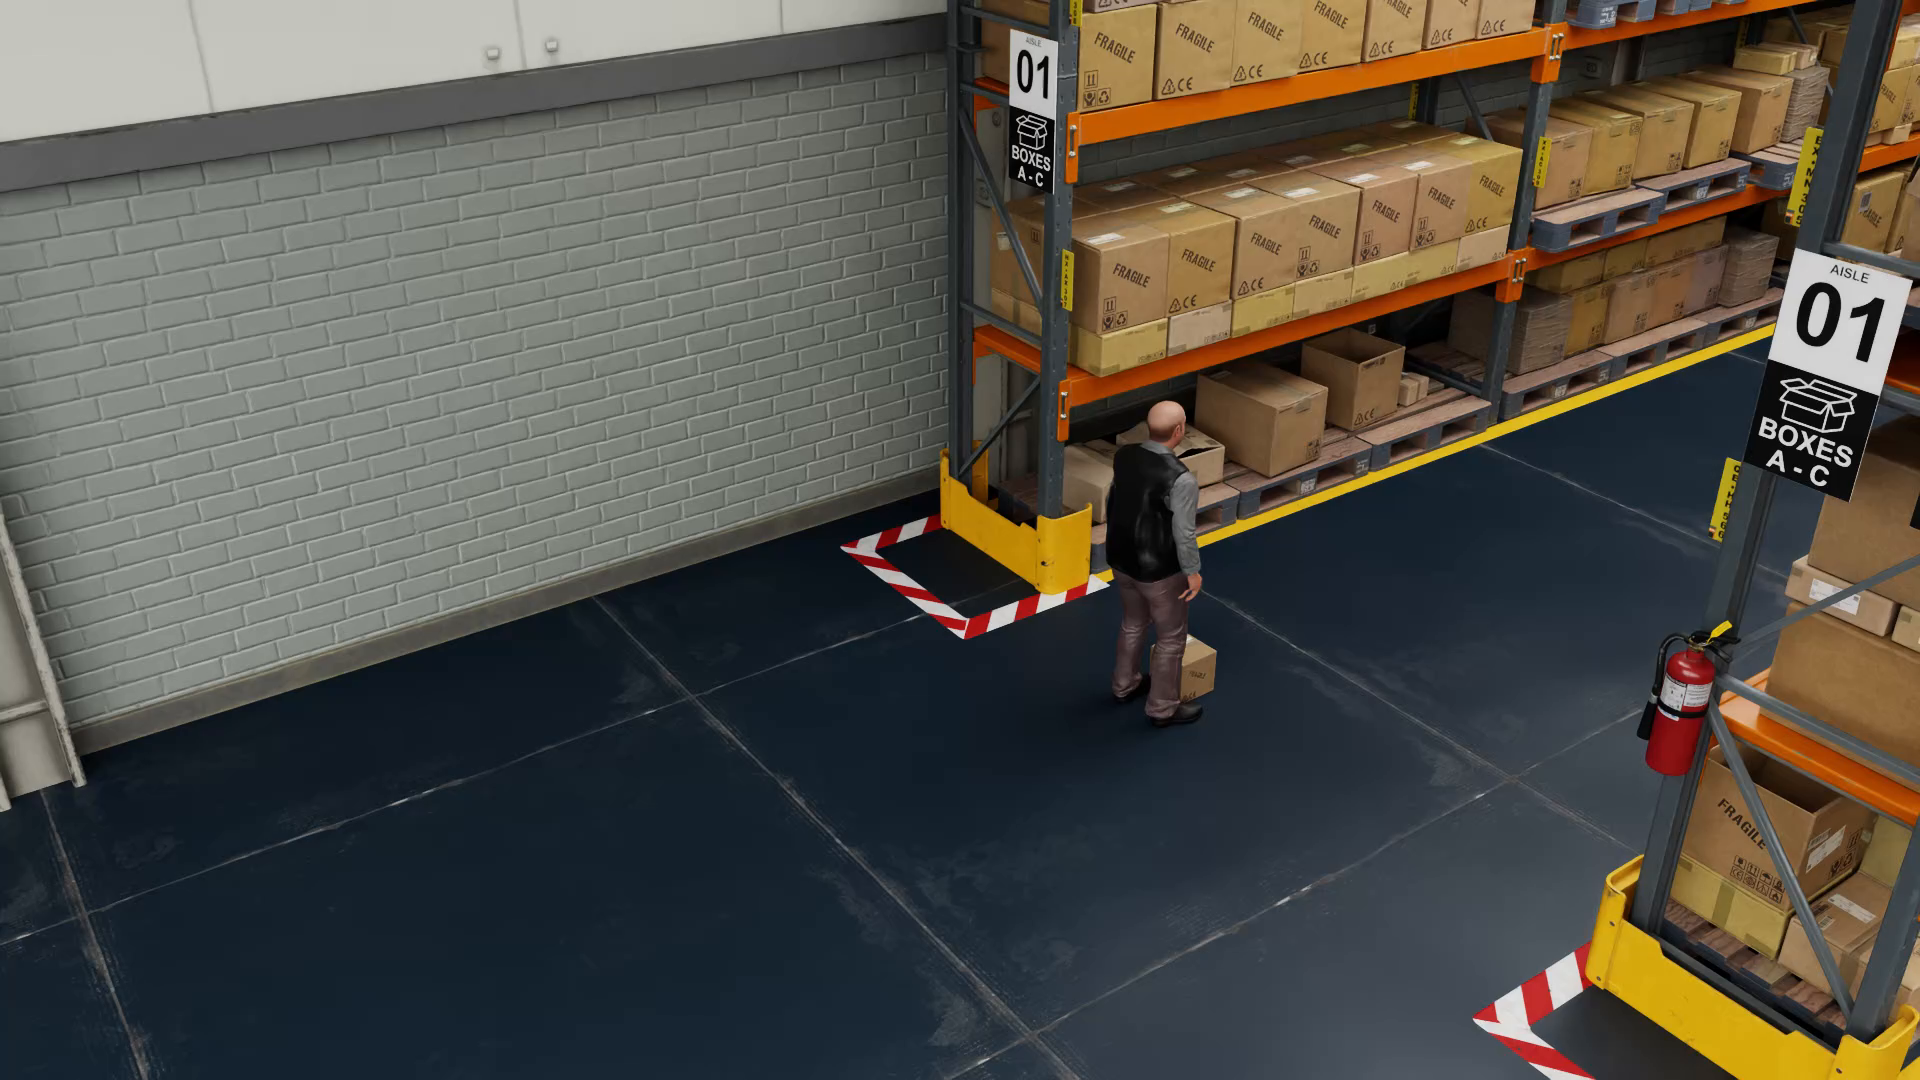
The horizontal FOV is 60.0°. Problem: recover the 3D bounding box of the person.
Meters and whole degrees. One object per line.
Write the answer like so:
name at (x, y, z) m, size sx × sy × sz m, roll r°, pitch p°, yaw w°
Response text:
person at (0.963, 0.118, 8.430) m, size 0.416 × 1.721 × 0.594 m, roll -21°, pitch 35°, yaw -33°
